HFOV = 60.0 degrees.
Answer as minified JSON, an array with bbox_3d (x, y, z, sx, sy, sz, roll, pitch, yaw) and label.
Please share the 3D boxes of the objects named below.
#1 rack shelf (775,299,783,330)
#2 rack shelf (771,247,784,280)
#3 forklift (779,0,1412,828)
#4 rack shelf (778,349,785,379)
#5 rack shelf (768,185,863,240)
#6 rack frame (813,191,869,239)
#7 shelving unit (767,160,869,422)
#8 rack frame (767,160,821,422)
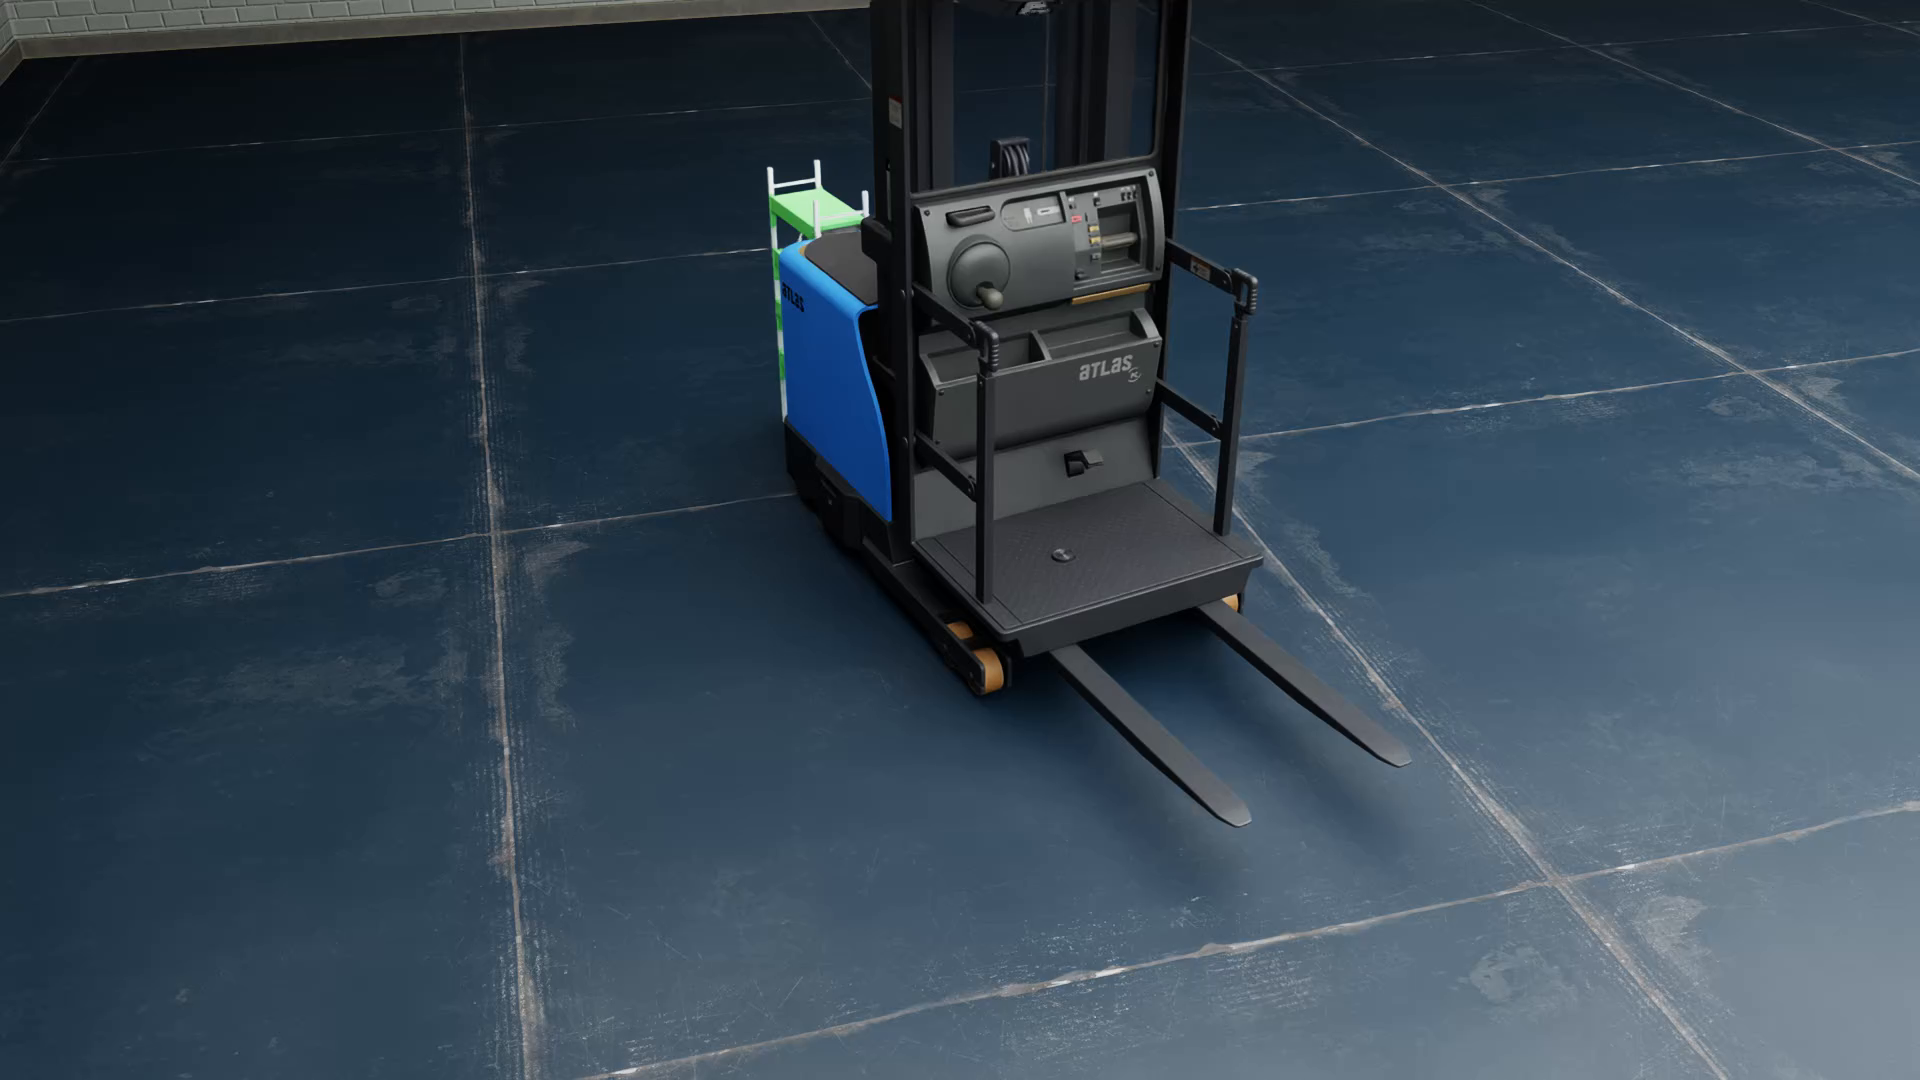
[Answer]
[{"bbox_3d":[-0.599,-0.932,7.286,0.258,0.148,0.480,-15,33,-24],"label":"rack shelf"},{"bbox_3d":[-0.600,-1.140,7.167,0.258,0.148,0.480,-15,33,-24],"label":"rack shelf"},{"bbox_3d":[0.393,-0.985,5.525,1.130,2.935,3.031,-15,33,-24],"label":"forklift"},{"bbox_3d":[-0.598,-0.723,7.405,0.258,0.148,0.480,-15,33,-24],"label":"rack shelf"},{"bbox_3d":[-0.600,-1.349,7.048,0.258,0.148,0.480,-15,33,-24],"label":"rack shelf"},{"bbox_3d":[-0.485,-0.881,7.067,0.240,1.200,0.015,-15,33,-24],"label":"rack frame"},{"bbox_3d":[-0.599,-0.987,7.255,0.258,1.200,0.503,-15,33,-24],"label":"shelving unit"},{"bbox_3d":[-0.713,-1.094,7.442,0.240,1.200,0.015,-15,33,-24],"label":"rack frame"}]
